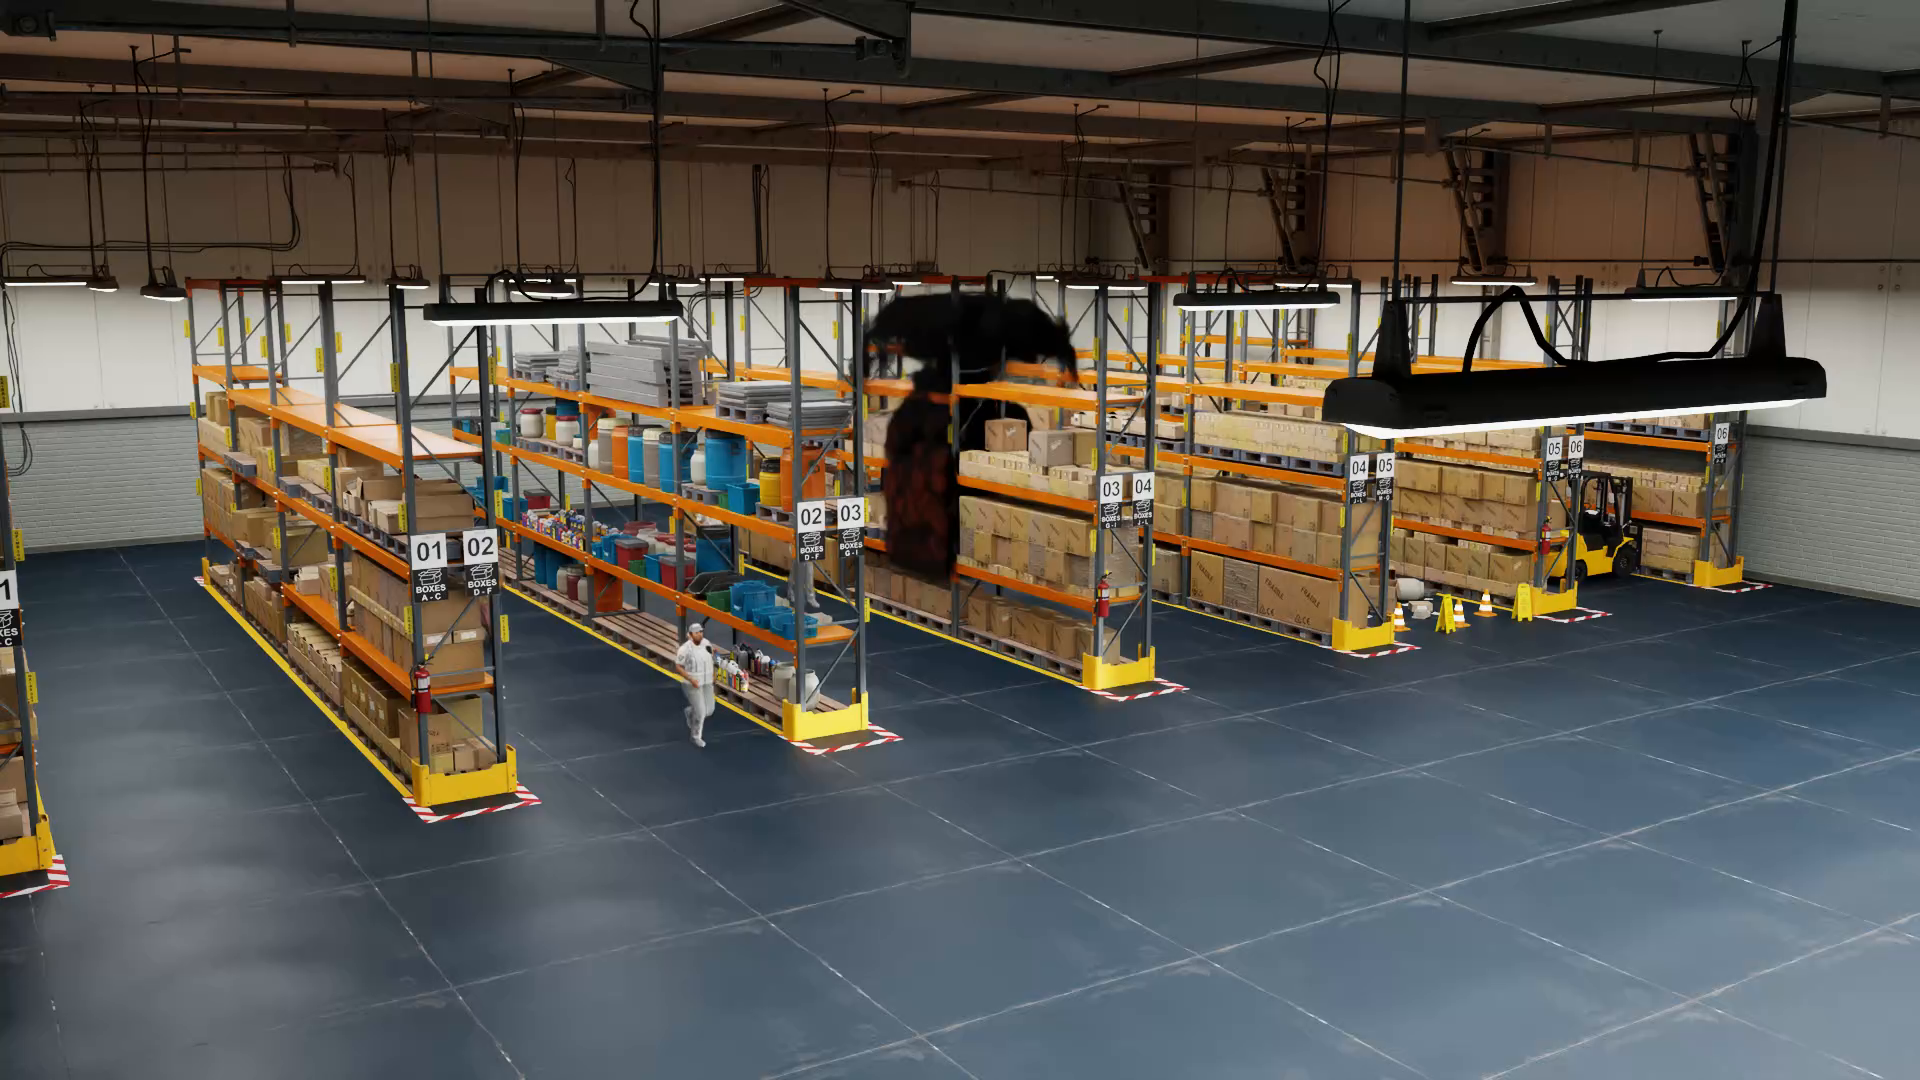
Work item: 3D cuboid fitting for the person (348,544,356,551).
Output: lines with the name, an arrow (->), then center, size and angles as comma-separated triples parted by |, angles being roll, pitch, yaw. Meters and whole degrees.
person -> -12.373, -0.041, 33.326 | 0.570, 1.740, 0.798 | -8, 13, -41

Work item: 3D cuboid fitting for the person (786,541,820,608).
person -> -2.782, 0.241, 29.294 | 0.682, 1.790, 0.755 | -8, 12, -38

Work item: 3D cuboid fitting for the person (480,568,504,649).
person -> -7.679, 1.026, 27.160 | 0.562, 1.602, 0.691 | -6, 11, -32

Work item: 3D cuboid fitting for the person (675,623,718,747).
person -> -3.502, 1.885, 21.991 | 0.610, 1.648, 0.625 | -8, 13, -41

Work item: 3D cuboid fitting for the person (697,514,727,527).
person -> -4.952, -0.103, 33.405 | 0.653, 1.743, 0.917 | -6, 11, -31
